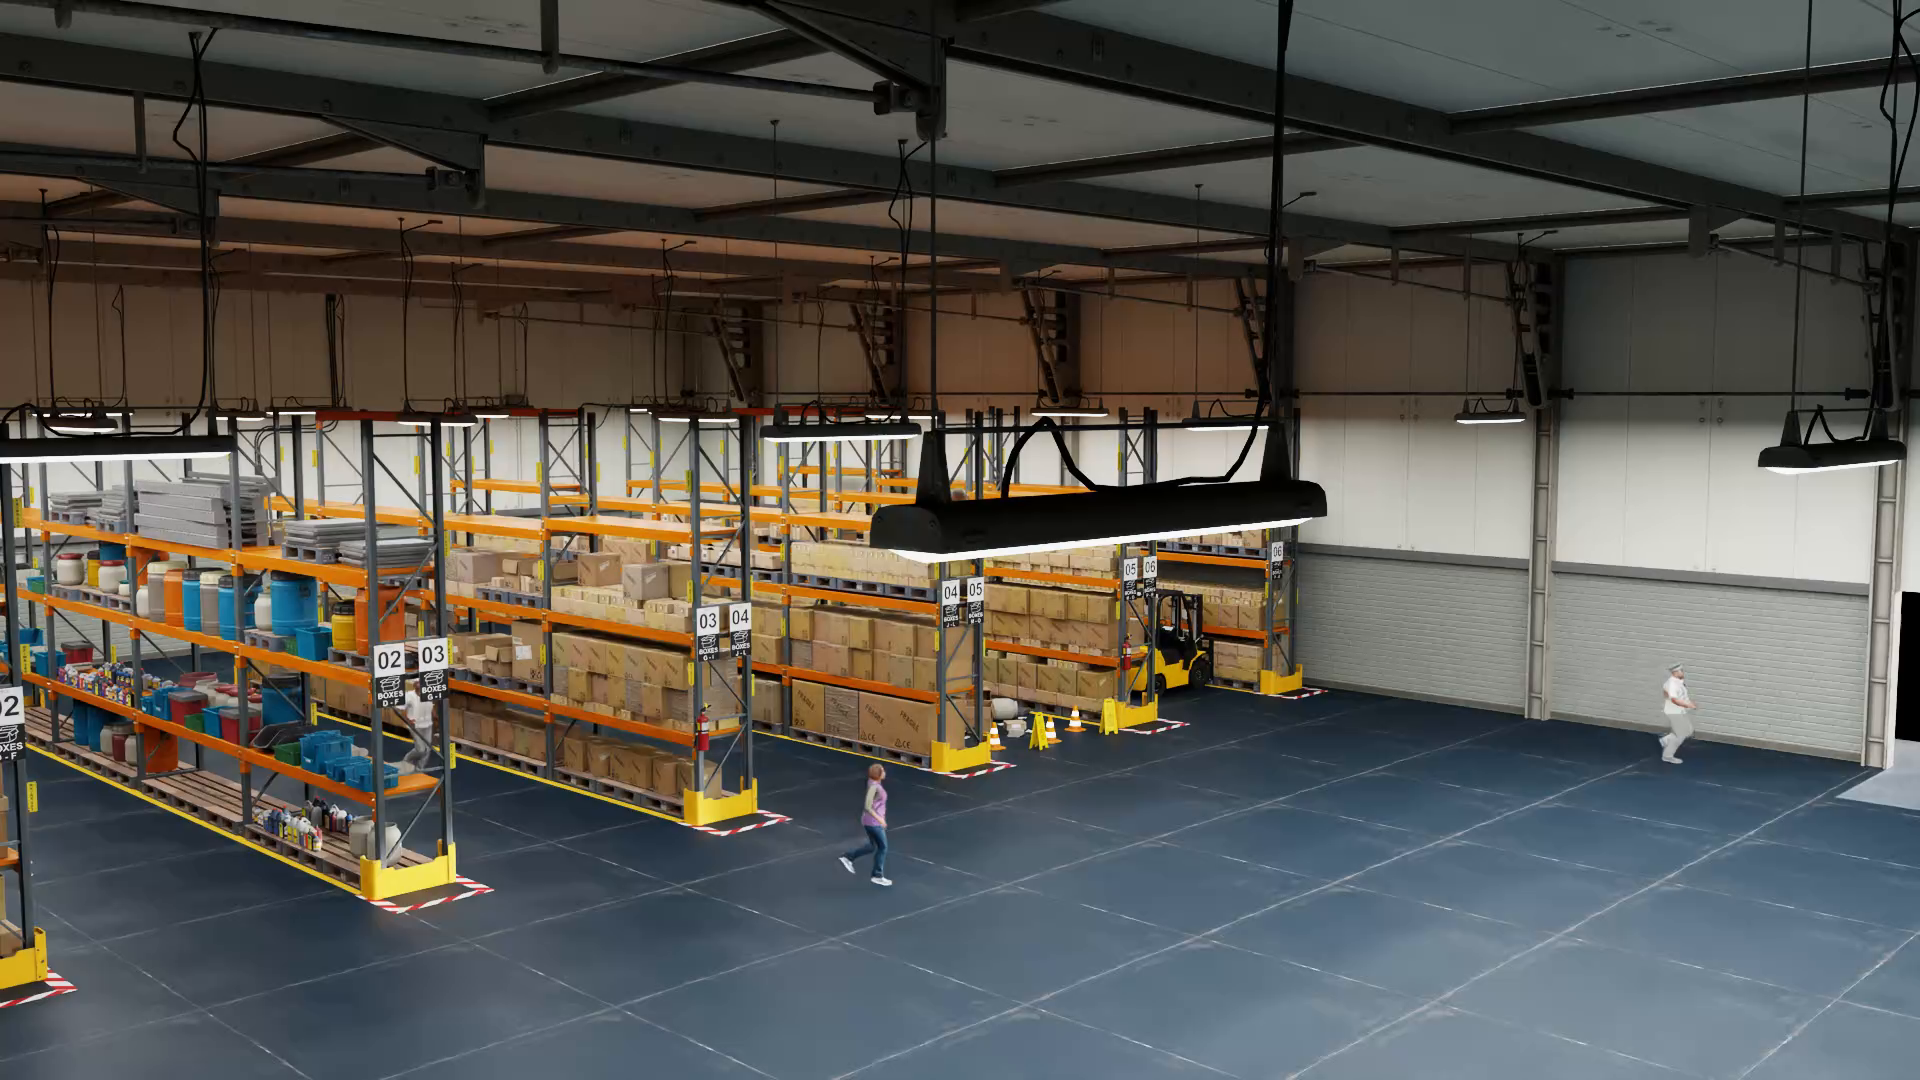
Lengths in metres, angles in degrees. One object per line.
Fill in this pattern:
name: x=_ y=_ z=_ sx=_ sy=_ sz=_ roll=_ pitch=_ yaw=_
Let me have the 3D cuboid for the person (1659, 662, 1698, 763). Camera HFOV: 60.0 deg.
person: x=12.315 y=2.946 z=28.462 sx=0.565 sy=1.743 sz=0.658 roll=2 pitch=6 yaw=23

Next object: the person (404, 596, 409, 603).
person: x=-12.832 y=2.127 z=38.178 sx=0.717 sy=1.737 sz=0.668 roll=-1 pitch=5 yaw=-15

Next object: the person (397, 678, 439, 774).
person: x=-8.868 y=3.053 z=27.281 sx=0.575 sy=1.719 sz=0.683 roll=4 pitch=6 yaw=37

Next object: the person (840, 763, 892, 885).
person: x=-1.212 y=3.659 z=21.404 sx=0.674 sy=1.592 sz=0.540 roll=-1 pitch=5 yaw=-6
